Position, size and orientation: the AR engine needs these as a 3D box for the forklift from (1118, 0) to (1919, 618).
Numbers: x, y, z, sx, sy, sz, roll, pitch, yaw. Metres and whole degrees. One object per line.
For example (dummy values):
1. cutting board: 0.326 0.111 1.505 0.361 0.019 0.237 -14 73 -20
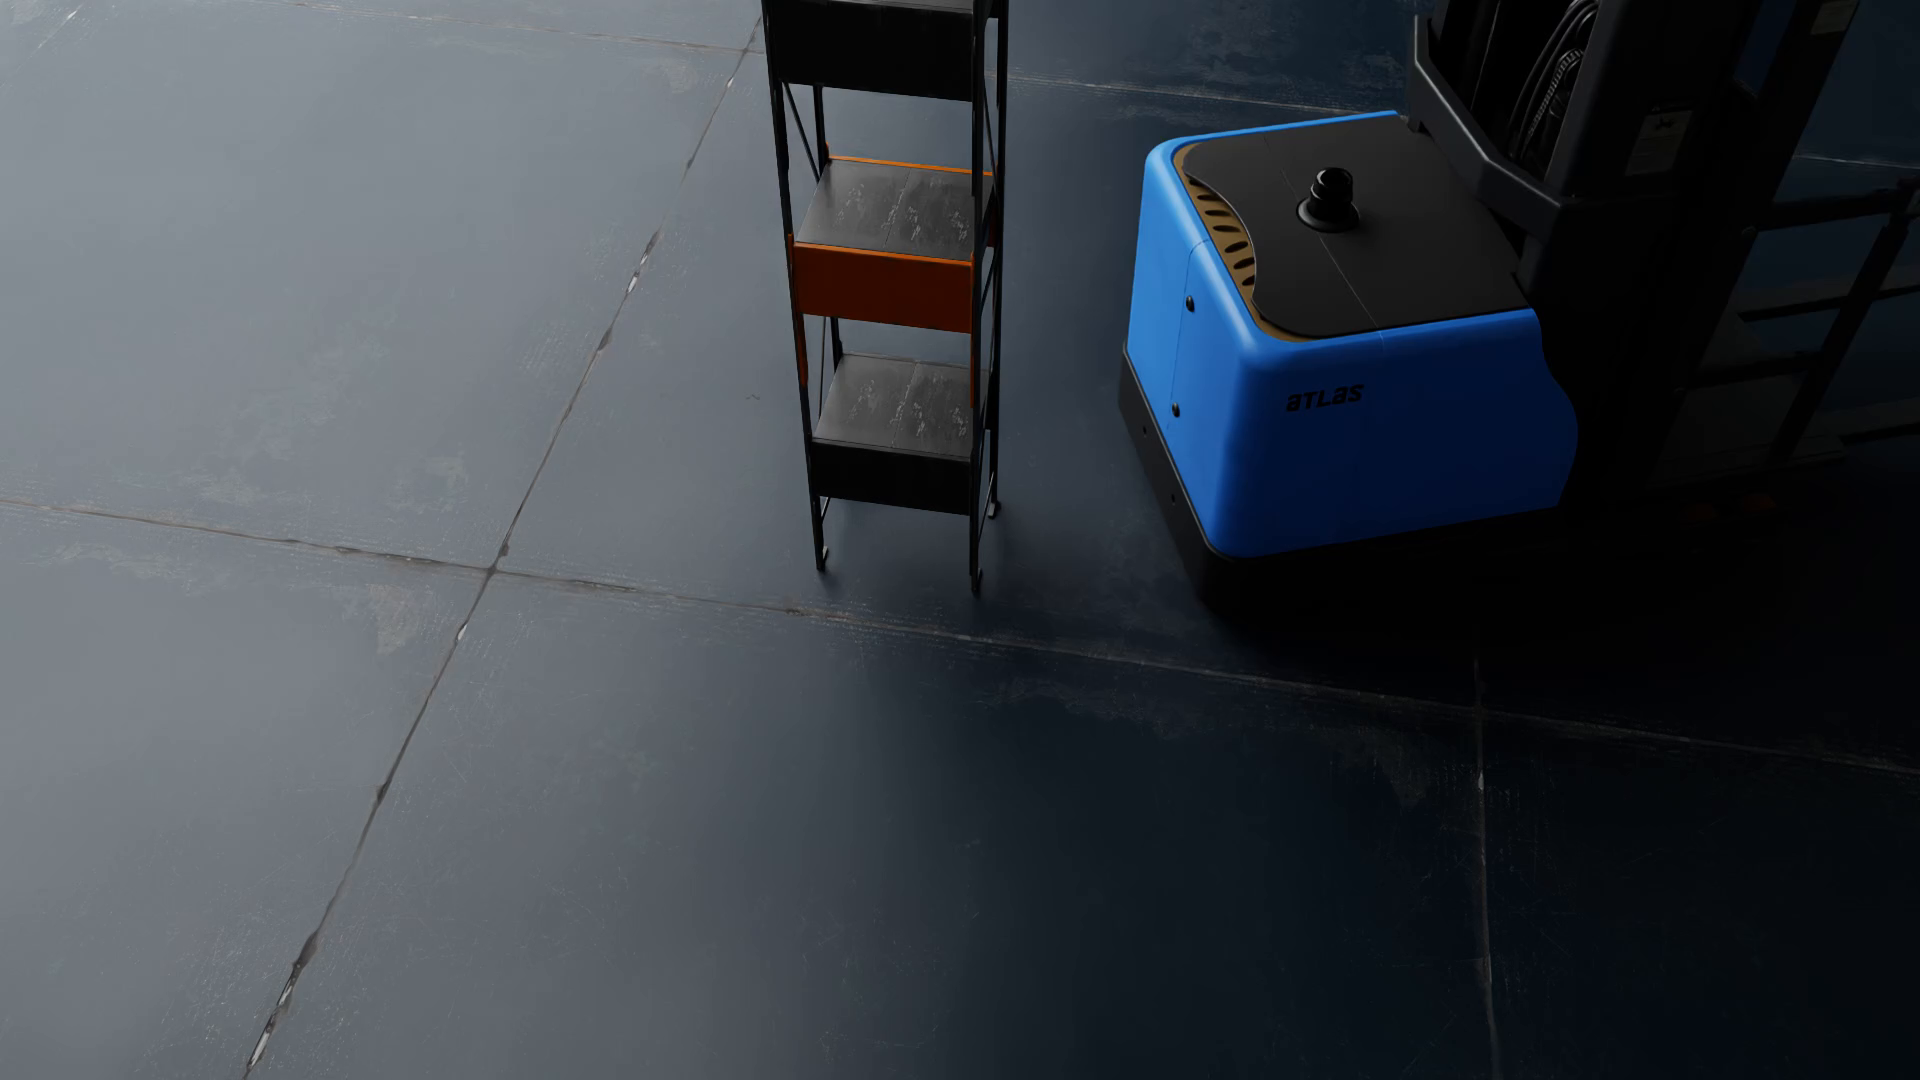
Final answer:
1. forklift: 2.100 -1.314 4.460 3.031 2.935 1.130 -9 49 -8

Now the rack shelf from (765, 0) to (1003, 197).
1. rack shelf: -0.163 -1.182 3.978 0.480 0.518 0.431 8 49 7

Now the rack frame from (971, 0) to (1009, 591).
1. rack frame: 0.077 -0.691 4.460 0.015 2.100 0.400 8 49 7

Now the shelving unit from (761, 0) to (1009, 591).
1. shelving unit: -0.163 -0.724 4.489 0.503 2.100 0.431 8 49 7

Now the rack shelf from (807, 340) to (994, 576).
1. rack shelf: -0.163 -0.247 5.019 0.480 0.518 0.431 8 49 7

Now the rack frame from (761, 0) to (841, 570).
1. rack frame: -0.403 -0.756 4.518 0.015 2.100 0.400 8 49 7

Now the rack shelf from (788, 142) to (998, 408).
1. rack shelf: -0.163 -0.715 4.499 0.480 0.518 0.431 8 49 7
